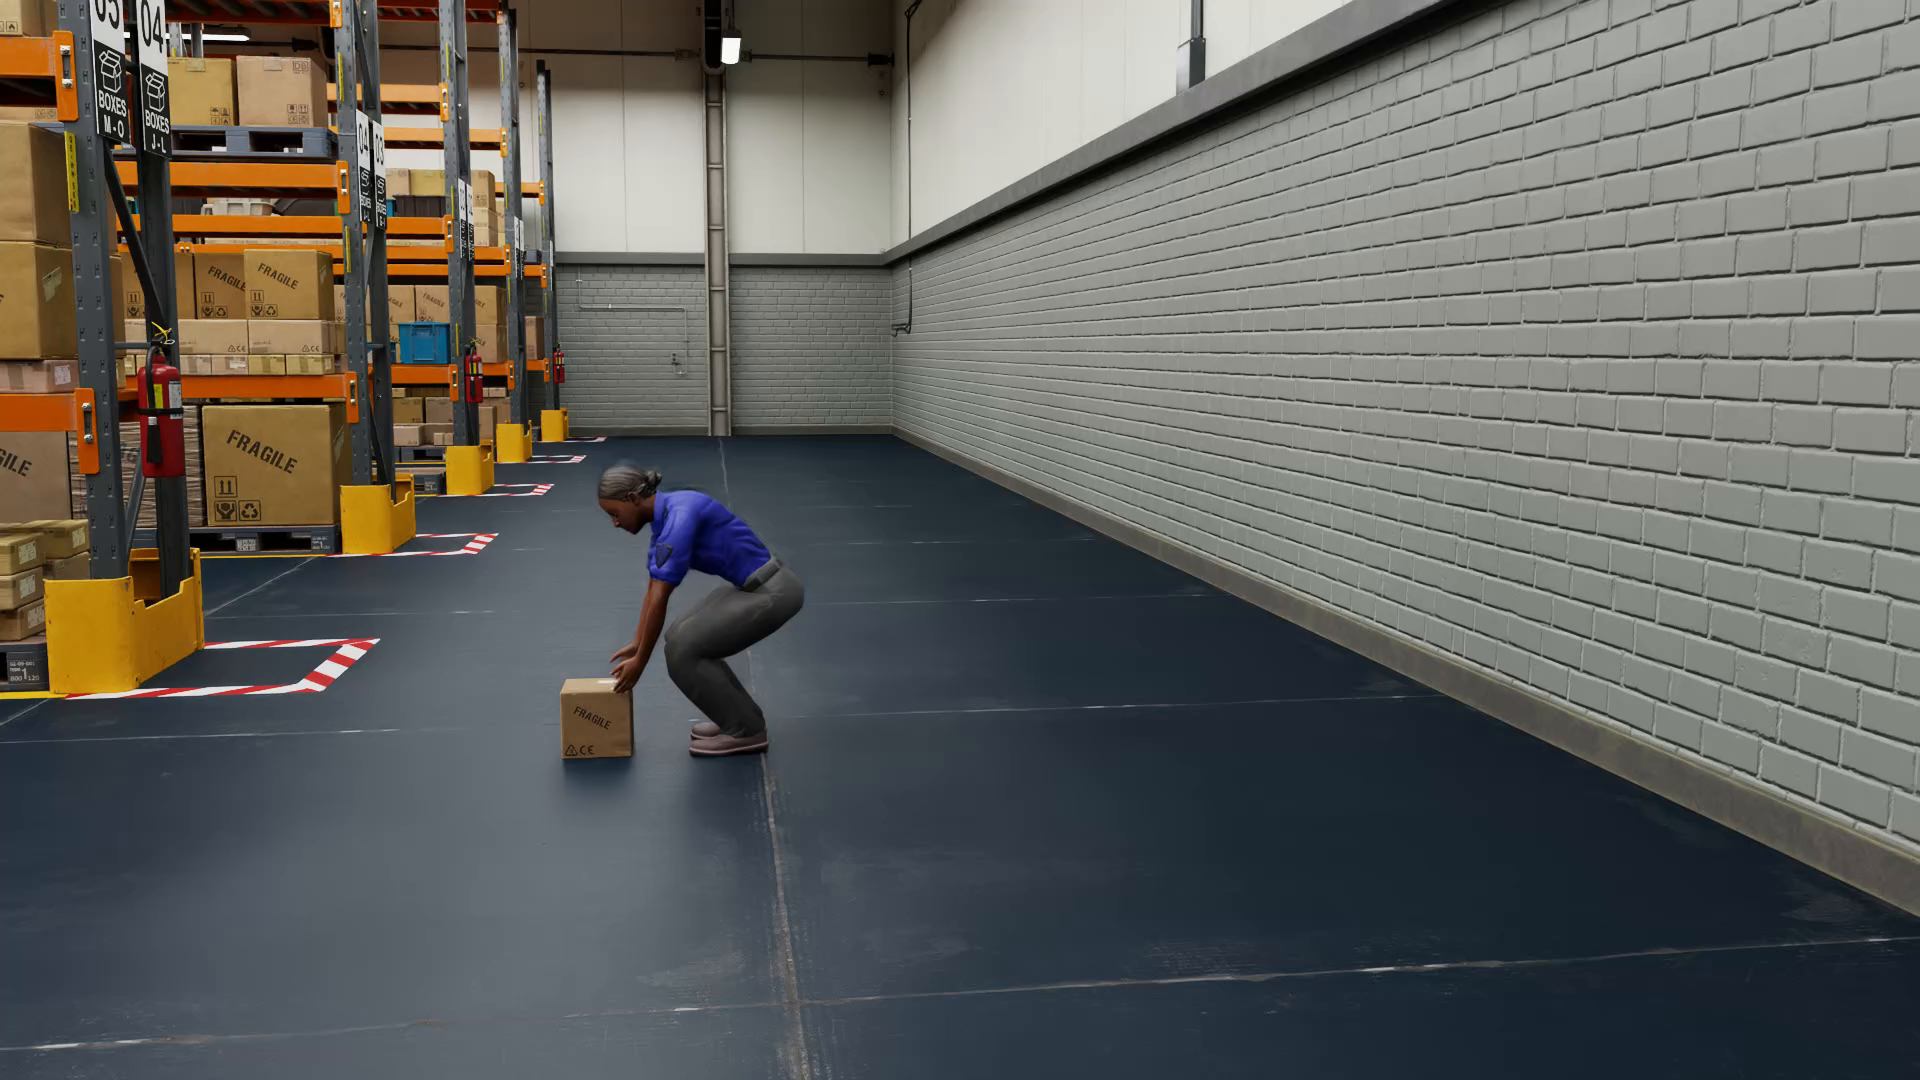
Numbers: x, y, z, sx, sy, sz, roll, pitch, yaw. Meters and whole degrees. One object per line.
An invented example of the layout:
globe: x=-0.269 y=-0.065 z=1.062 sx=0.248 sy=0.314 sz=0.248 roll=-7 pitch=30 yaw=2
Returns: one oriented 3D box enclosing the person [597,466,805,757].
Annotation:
person: x=-0.956 y=0.254 z=6.216 sx=0.756 sy=1.078 sz=0.498 roll=-1 pitch=7 yaw=-9
